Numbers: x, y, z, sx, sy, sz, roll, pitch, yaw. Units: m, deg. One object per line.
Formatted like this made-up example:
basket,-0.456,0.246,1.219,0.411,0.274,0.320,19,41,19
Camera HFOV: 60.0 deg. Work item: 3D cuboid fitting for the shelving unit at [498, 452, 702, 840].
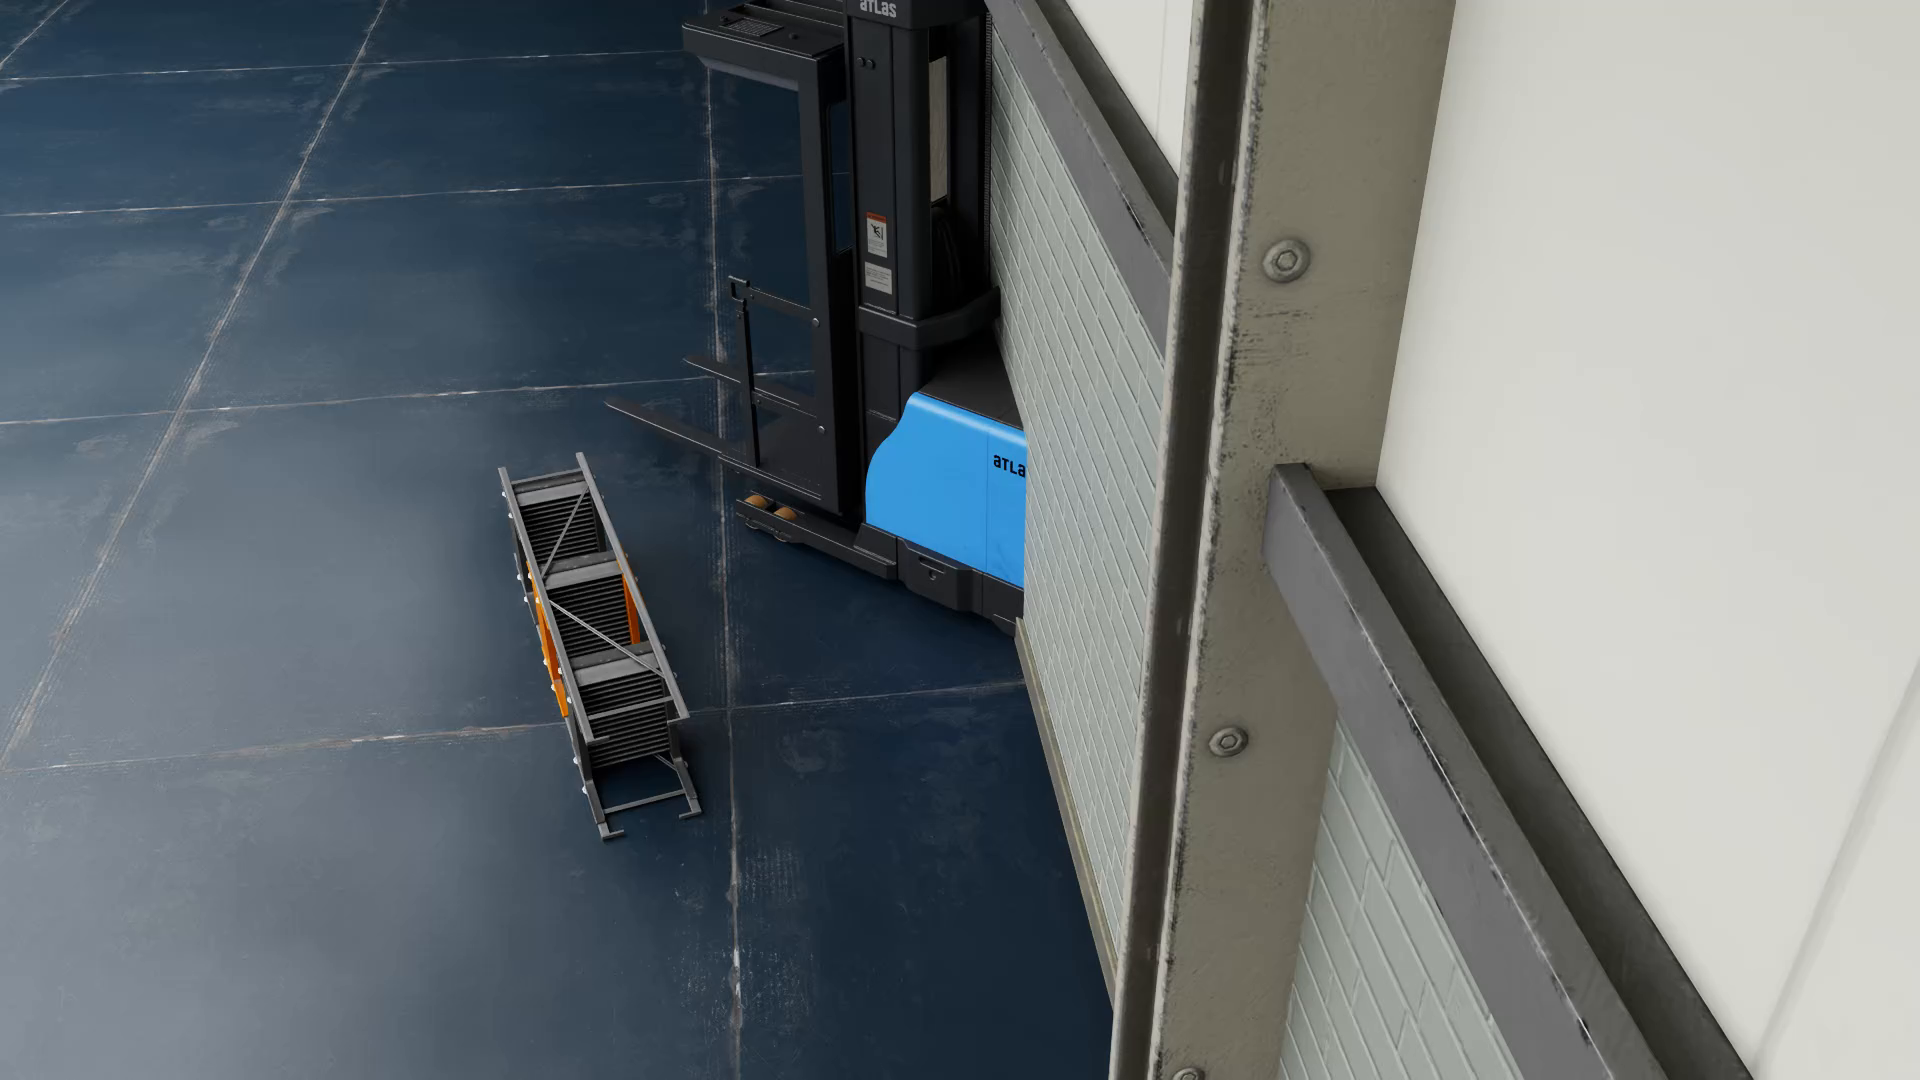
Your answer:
shelving unit,-1.604,0.377,7.238,0.431,0.503,2.100,-13,36,-18

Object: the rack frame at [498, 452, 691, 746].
rack frame,-1.604,0.175,7.101,0.400,0.015,2.100,-13,36,-18

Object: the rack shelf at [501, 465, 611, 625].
rack shelf,-1.858,0.018,7.765,0.431,0.480,0.518,-13,36,-18

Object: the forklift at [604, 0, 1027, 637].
forklift,-0.503,-1.419,7.730,3.031,2.935,1.130,22,40,29

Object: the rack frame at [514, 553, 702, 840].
rack frame,-1.604,0.578,7.376,0.400,0.015,2.100,-13,36,-18

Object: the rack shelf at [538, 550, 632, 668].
rack shelf,-1.650,0.312,7.333,0.368,0.457,0.174,-13,36,-18

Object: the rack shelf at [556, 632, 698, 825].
rack shelf,-1.340,0.750,6.691,0.431,0.480,0.518,-13,36,-18

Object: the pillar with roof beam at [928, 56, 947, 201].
pillar with roof beam,-4.494,-4.428,6.757,9.100,9.000,0.400,-4,35,-6
